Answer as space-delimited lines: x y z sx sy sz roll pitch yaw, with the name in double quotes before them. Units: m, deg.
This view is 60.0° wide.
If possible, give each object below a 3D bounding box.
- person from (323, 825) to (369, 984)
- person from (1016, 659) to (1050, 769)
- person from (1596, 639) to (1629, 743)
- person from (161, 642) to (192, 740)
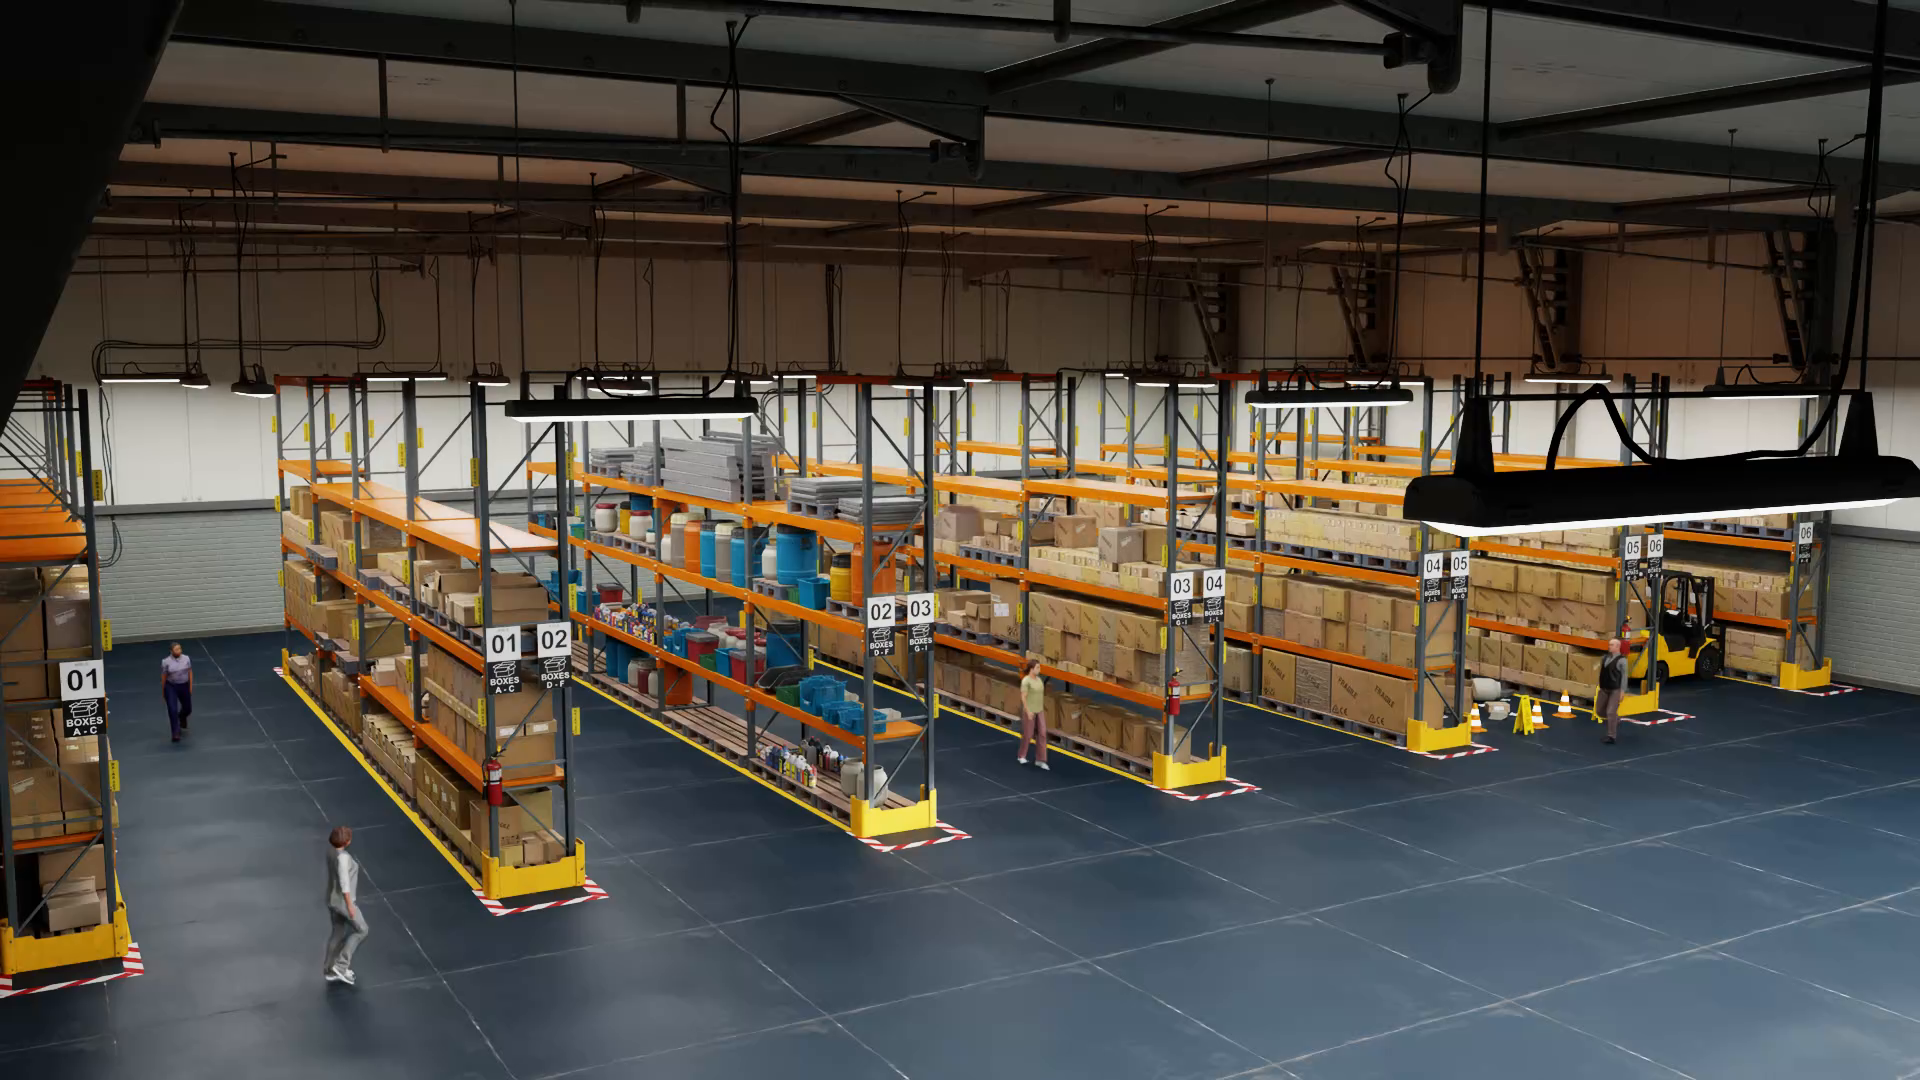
"person" -6.264 3.687 16.876 0.418 1.607 0.448 -4 8 -35
"person" 1.155 2.706 25.831 0.483 1.710 0.678 -5 8 -41
"person" 10.801 2.470 27.422 0.664 1.711 0.540 -4 7 -31
"person" -13.118 2.476 27.855 0.483 1.601 0.857 -4 7 -33
